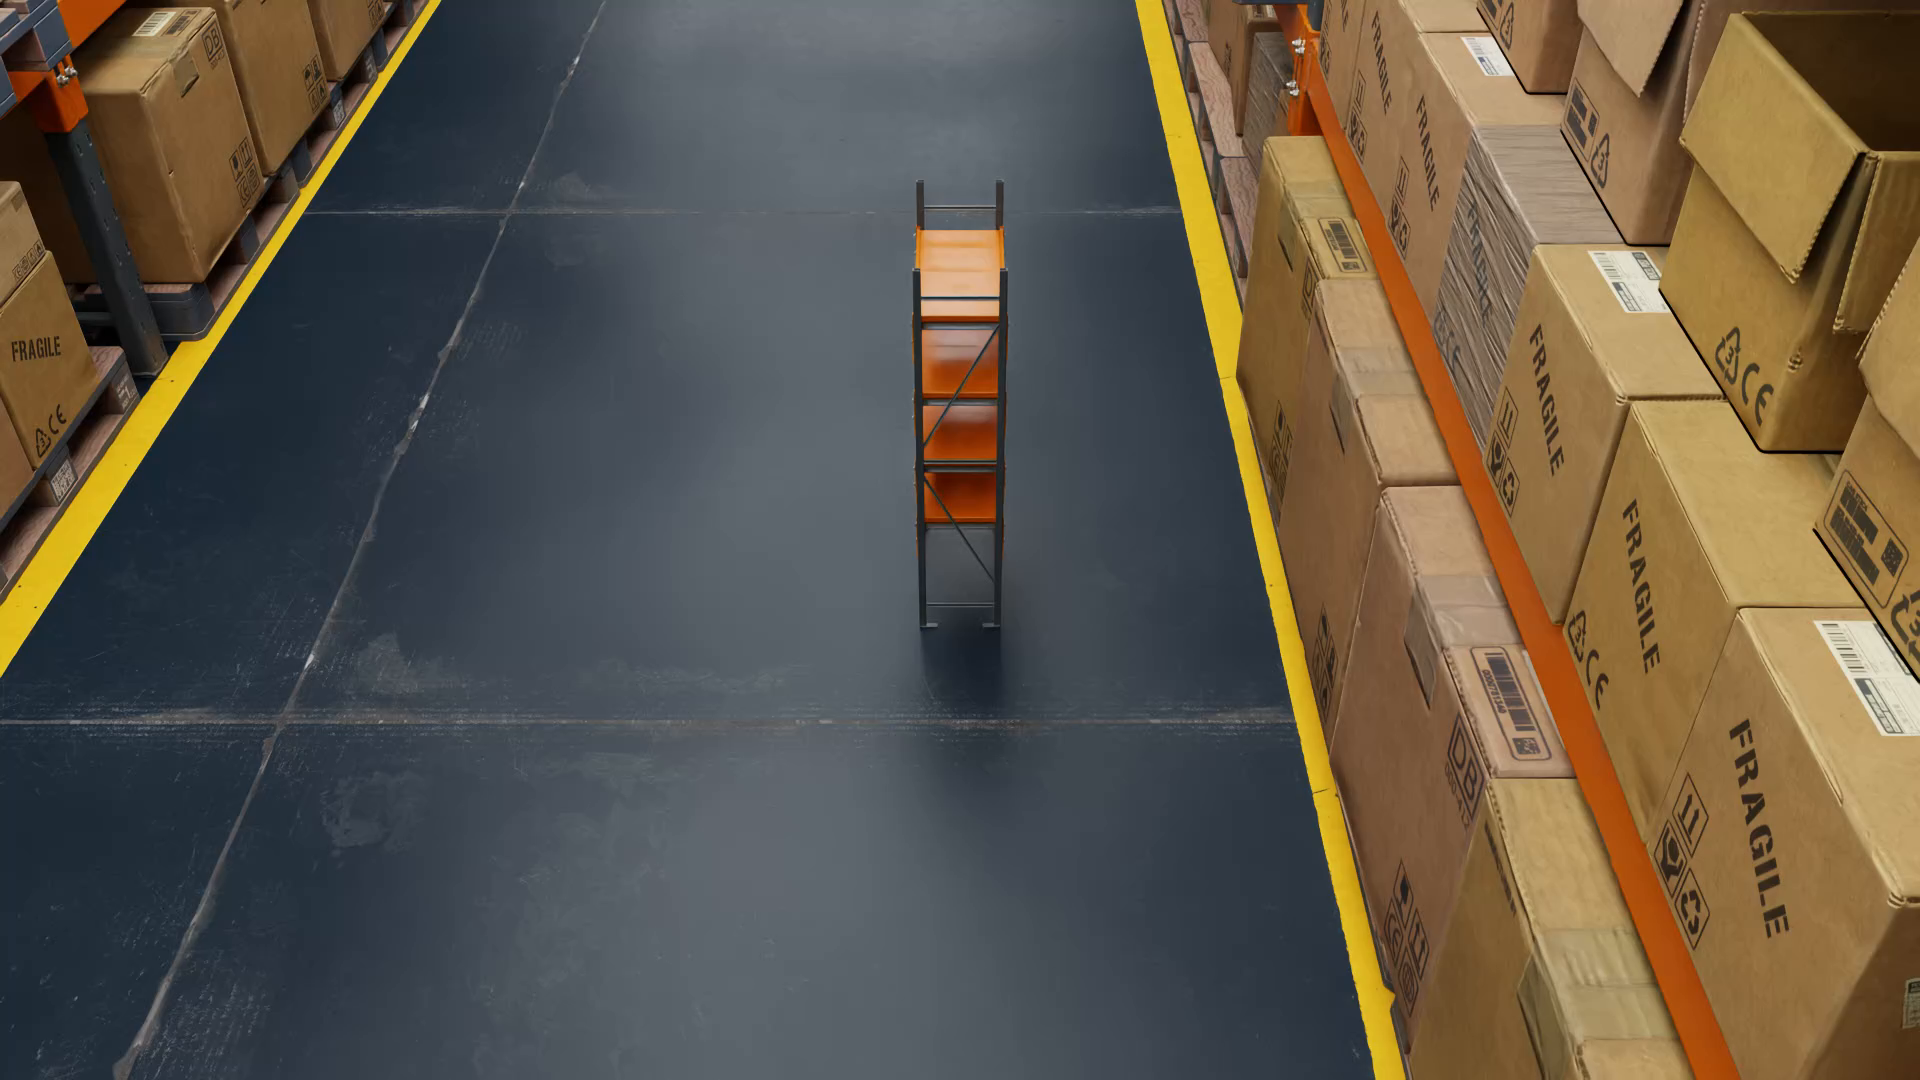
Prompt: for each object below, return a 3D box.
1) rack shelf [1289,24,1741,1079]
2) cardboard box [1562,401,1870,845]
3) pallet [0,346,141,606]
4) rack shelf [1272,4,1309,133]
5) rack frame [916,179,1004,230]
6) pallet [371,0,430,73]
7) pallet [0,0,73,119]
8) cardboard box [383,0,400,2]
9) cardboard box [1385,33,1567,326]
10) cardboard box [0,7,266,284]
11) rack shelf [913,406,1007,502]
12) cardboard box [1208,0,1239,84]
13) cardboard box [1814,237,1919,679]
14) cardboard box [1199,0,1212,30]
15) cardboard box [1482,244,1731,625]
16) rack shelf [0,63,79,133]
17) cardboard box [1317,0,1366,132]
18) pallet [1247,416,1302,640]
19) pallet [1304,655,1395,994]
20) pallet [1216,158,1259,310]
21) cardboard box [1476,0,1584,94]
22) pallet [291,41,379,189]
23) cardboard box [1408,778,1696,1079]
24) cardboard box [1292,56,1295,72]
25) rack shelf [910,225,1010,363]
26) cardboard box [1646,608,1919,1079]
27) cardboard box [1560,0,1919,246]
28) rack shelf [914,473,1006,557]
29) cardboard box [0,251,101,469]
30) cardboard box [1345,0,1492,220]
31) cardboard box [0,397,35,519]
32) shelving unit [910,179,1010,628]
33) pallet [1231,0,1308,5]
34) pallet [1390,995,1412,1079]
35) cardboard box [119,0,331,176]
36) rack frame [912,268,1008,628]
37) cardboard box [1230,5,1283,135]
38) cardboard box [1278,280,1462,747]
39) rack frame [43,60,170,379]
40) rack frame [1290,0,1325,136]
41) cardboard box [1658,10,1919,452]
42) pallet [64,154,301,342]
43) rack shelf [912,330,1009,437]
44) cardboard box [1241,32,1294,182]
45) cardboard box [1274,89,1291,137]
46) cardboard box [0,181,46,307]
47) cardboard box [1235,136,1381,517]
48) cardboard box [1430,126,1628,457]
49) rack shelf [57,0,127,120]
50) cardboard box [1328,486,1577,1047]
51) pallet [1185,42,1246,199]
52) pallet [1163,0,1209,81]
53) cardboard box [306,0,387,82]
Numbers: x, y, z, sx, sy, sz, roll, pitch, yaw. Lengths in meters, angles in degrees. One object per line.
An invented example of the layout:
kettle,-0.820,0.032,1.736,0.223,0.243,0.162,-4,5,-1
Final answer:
rack shelf,1.578,-0.199,3.675,1.077,0.370,4.000,0,39,0
cardboard box,1.313,0.130,2.609,0.500,0.500,0.500,1,39,1
pallet,-3.385,-0.213,5.347,1.003,0.211,1.213,0,39,0
rack shelf,1.573,-2.700,6.796,1.077,0.370,4.000,0,39,0
rack frame,0.000,-0.517,4.936,0.240,1.200,0.015,0,39,0
pallet,-3.313,-2.721,8.476,1.003,0.211,1.213,0,39,0
pallet,-3.277,-1.269,4.589,1.213,0.211,1.003,0,39,0
cardboard box,-3.298,-3.189,8.294,1.050,0.750,0.750,0,39,0
cardboard box,1.311,-0.822,3.797,0.500,0.500,0.500,-1,39,-1
cardboard box,-3.295,-1.457,6.132,1.050,0.750,0.750,-1,39,-1
rack shelf,0.000,-0.312,4.788,0.258,0.148,0.480,0,39,0
cardboard box,1.533,-2.396,7.488,0.700,0.500,0.500,-3,39,-4
cardboard box,1.571,-0.059,2.042,0.797,0.503,0.637,-1,39,-1
cardboard box,1.532,-2.746,7.924,0.700,0.500,0.500,0,39,0
cardboard box,1.306,-0.196,3.016,0.500,0.500,0.500,0,39,-1
rack shelf,-3.382,-0.258,3.749,1.077,0.370,4.000,0,39,0
cardboard box,1.304,-1.465,4.600,0.500,0.500,0.500,1,39,1
pallet,1.501,-0.149,5.267,1.003,0.211,1.213,0,39,0
pallet,1.500,0.612,4.317,1.003,0.211,1.213,0,39,0
pallet,1.576,-1.131,6.492,1.003,0.211,1.213,0,39,0
cardboard box,1.558,-1.296,3.586,0.797,0.503,0.637,1,39,1
pallet,-3.308,-1.956,7.522,1.003,0.211,1.213,0,39,0
cardboard box,1.560,1.036,2.922,1.225,0.875,0.875,0,39,0
cardboard box,1.534,-1.970,6.357,0.500,0.250,0.500,4,39,5
rack shelf,0.000,-0.671,4.500,0.258,0.148,0.480,0,39,0
cardboard box,1.307,0.440,2.222,0.500,0.500,0.500,0,39,0
cardboard box,1.566,-0.877,3.063,0.797,0.503,0.637,1,39,1
rack shelf,0.000,-0.157,4.912,0.258,0.148,0.480,0,39,0
cardboard box,-3.122,-0.567,5.222,0.500,0.500,0.500,0,39,0
cardboard box,1.307,-1.143,4.197,0.500,0.500,0.500,-1,39,-1
cardboard box,-3.125,-0.242,4.817,0.500,0.500,0.500,1,39,2
shelving unit,0.000,-0.365,4.746,0.258,1.200,0.503,0,39,0
pallet,1.468,-2.101,5.626,1.213,0.211,1.003,0,39,0
pallet,1.504,1.377,3.363,1.003,0.211,1.213,0,39,0
cardboard box,-3.299,-2.003,6.814,1.050,0.750,0.750,1,39,1
rack frame,0.000,-0.212,4.555,0.240,1.200,0.015,0,39,0
cardboard box,1.534,-2.047,7.053,0.700,0.500,0.500,3,39,4
cardboard box,1.549,-0.076,4.309,1.225,0.875,0.875,0,39,0
rack frame,-3.384,-1.790,5.085,1.000,3.000,0.127,0,39,0
rack frame,1.576,-1.730,5.010,1.000,3.000,0.127,0,39,0
cardboard box,1.582,-0.488,2.578,0.797,0.503,0.637,0,39,0
pallet,-3.310,-1.195,6.572,1.003,0.211,1.213,0,39,0
rack shelf,0.000,-0.487,4.648,0.258,0.148,0.480,0,39,0
cardboard box,1.542,-1.692,6.610,0.700,0.500,0.500,-3,39,-4
cardboard box,1.555,-1.345,6.177,0.700,0.500,0.500,-2,39,-2
cardboard box,-3.121,-0.843,4.967,0.500,0.250,0.500,-1,39,-1
cardboard box,1.556,-0.633,5.005,1.225,0.875,0.875,-2,39,-2
cardboard box,1.310,-0.510,3.407,0.500,0.500,0.500,0,39,0
rack shelf,-3.387,-2.760,6.870,1.077,0.370,4.000,0,39,0
cardboard box,1.558,0.477,3.619,1.225,0.875,0.875,-1,39,-2
pallet,1.578,-1.892,7.442,1.003,0.211,1.213,0,39,0
pallet,1.574,-2.657,8.396,1.003,0.211,1.213,0,39,0
cardboard box,-3.301,-2.586,7.541,1.050,0.750,0.750,0,39,0
